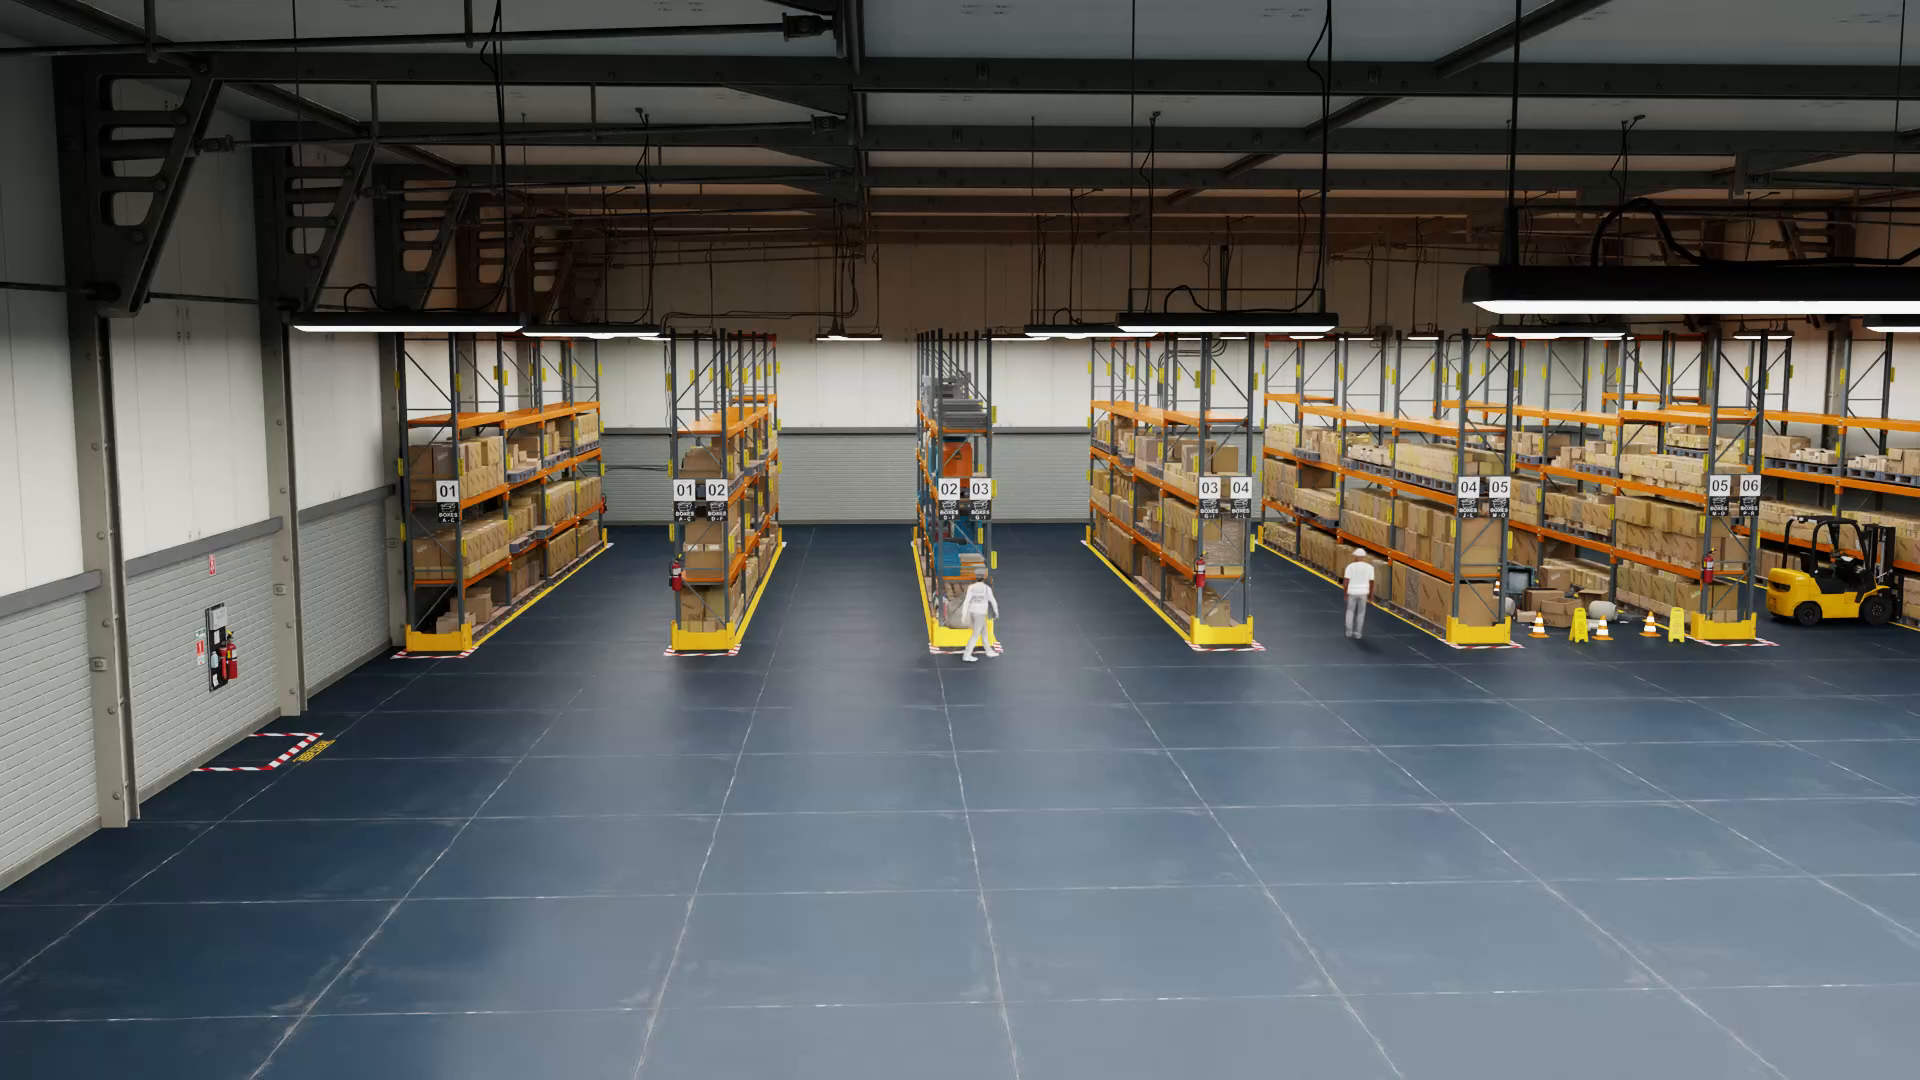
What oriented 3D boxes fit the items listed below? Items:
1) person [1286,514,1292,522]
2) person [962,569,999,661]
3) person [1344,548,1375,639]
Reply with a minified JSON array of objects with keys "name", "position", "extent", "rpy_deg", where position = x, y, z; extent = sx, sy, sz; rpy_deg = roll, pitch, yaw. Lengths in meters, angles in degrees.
[{"name":"person","position":[9.915,-0.970,49.276],"extent":[0.612,1.787,0.634],"rpy_deg":[0,7,-1]},{"name":"person","position":[0.401,1.346,30.154],"extent":[0.844,1.644,0.432],"rpy_deg":[-3,7,-24]},{"name":"person","position":[7.721,1.048,32.192],"extent":[0.546,1.758,0.618],"rpy_deg":[3,7,25]}]
